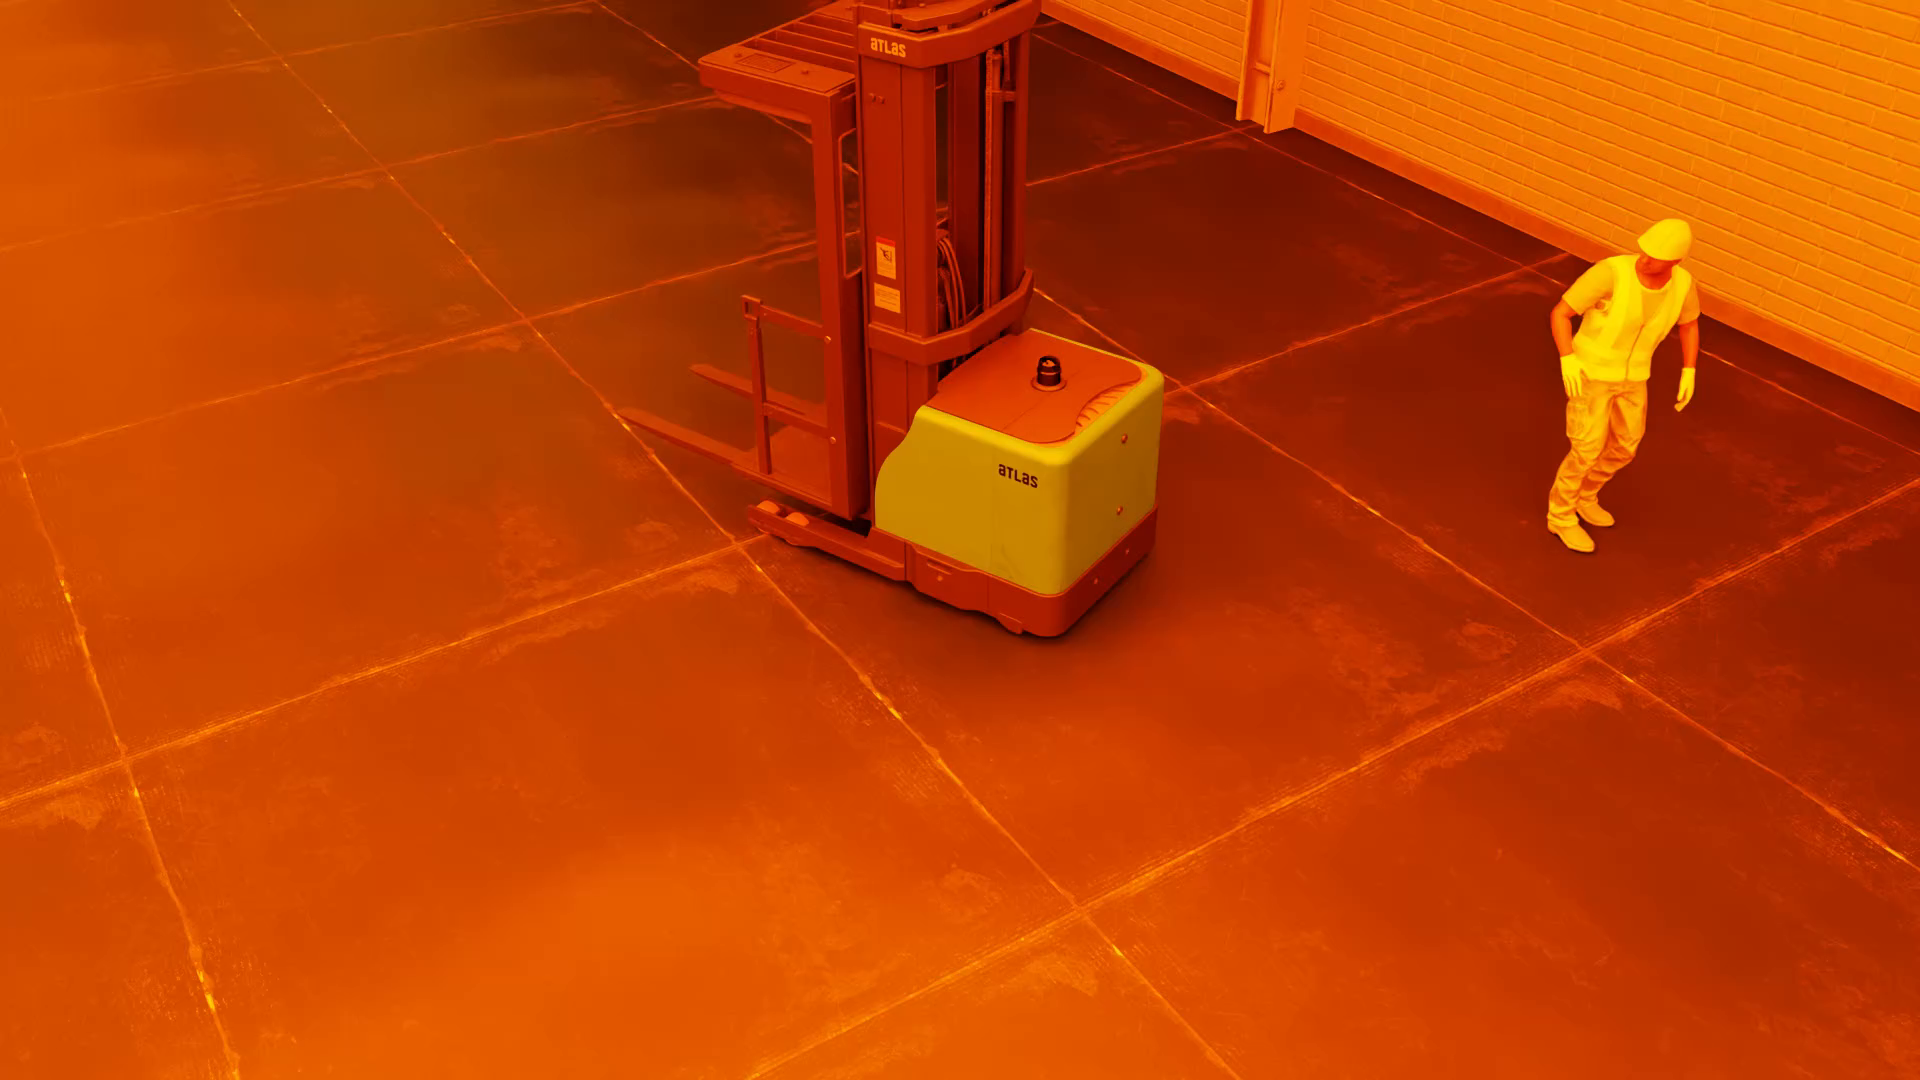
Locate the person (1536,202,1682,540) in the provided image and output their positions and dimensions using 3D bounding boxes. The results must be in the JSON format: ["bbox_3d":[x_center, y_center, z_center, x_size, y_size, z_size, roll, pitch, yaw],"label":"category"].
[{"bbox_3d":[3.288,-0.838,8.336,0.559,1.789,0.369,-8,36,-11],"label":"person"}]

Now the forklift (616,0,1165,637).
[{"bbox_3d":[-0.500,-1.399,8.138,3.031,2.935,1.130,22,41,28],"label":"forklift"}]
